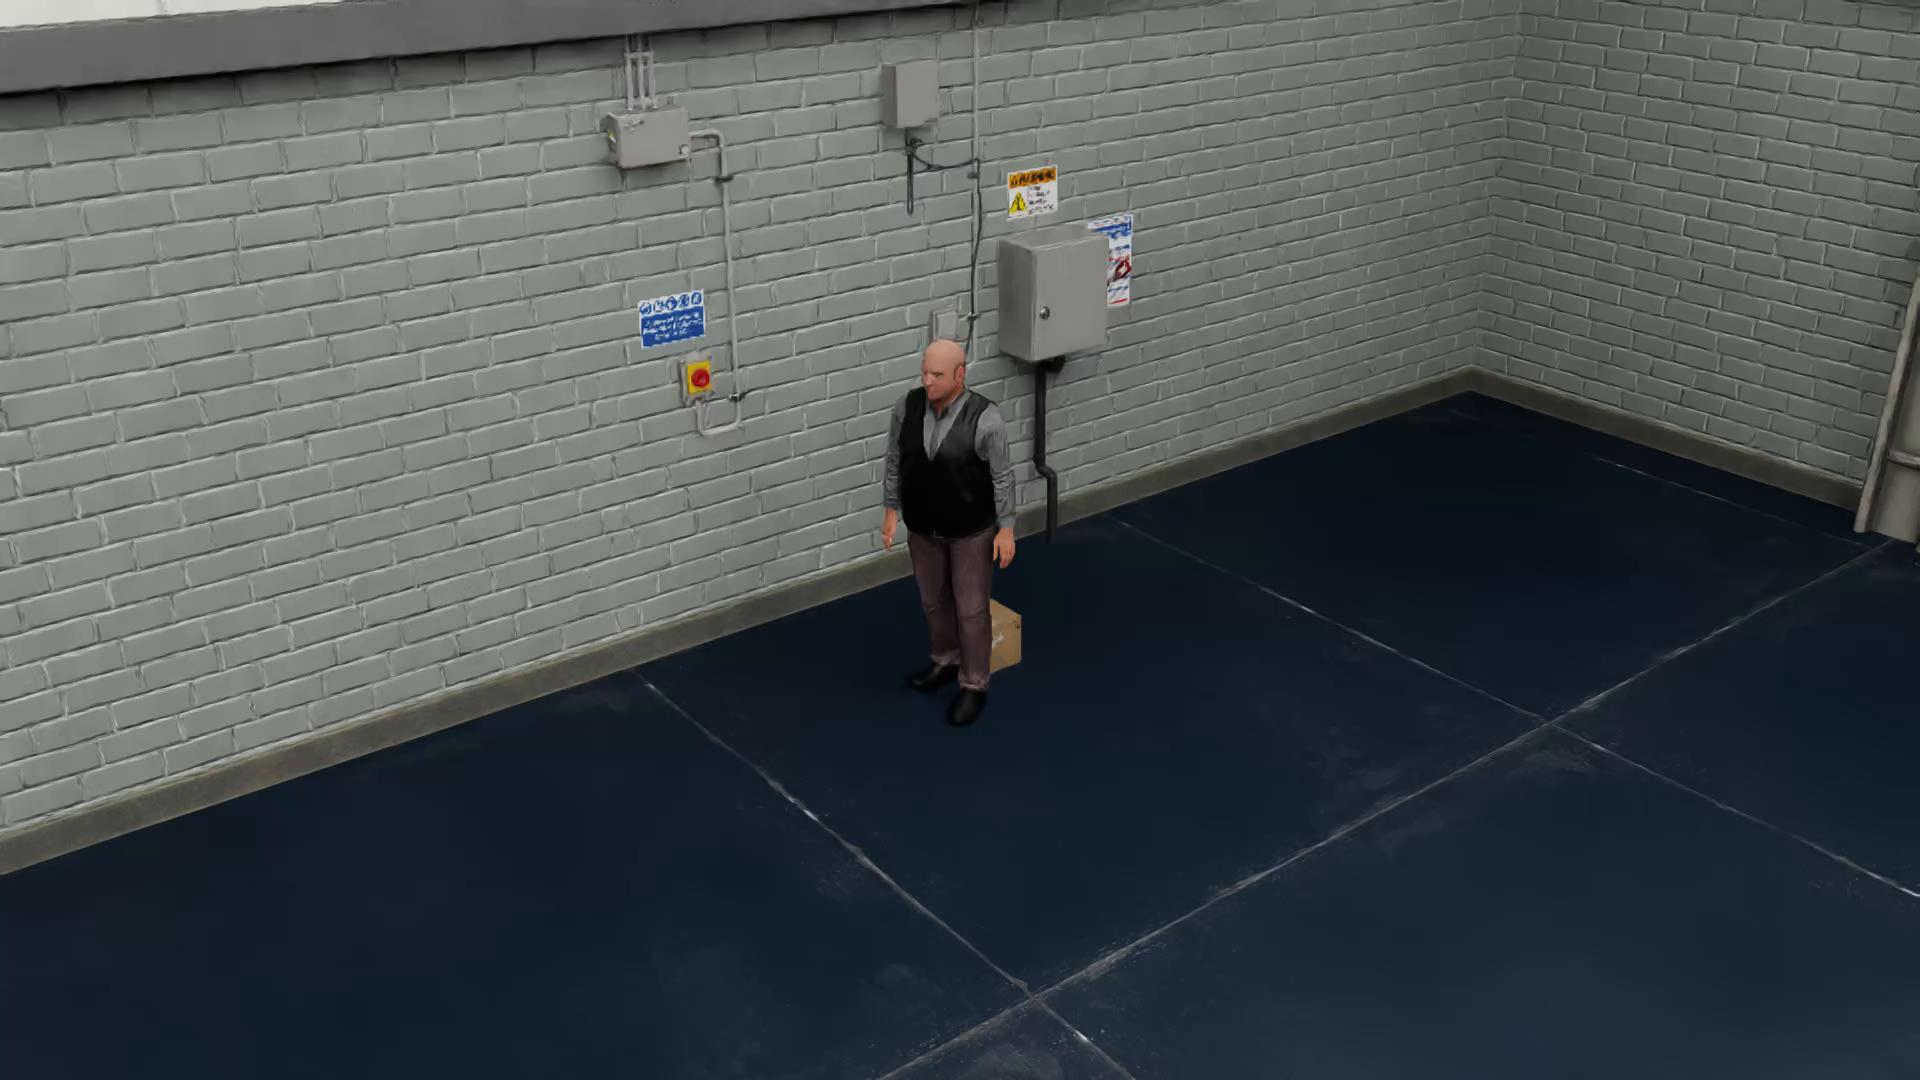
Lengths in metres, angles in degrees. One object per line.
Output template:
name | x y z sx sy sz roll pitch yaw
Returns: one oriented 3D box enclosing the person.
person | -0.044 -0.061 7.266 0.602 1.731 0.500 10 27 22
